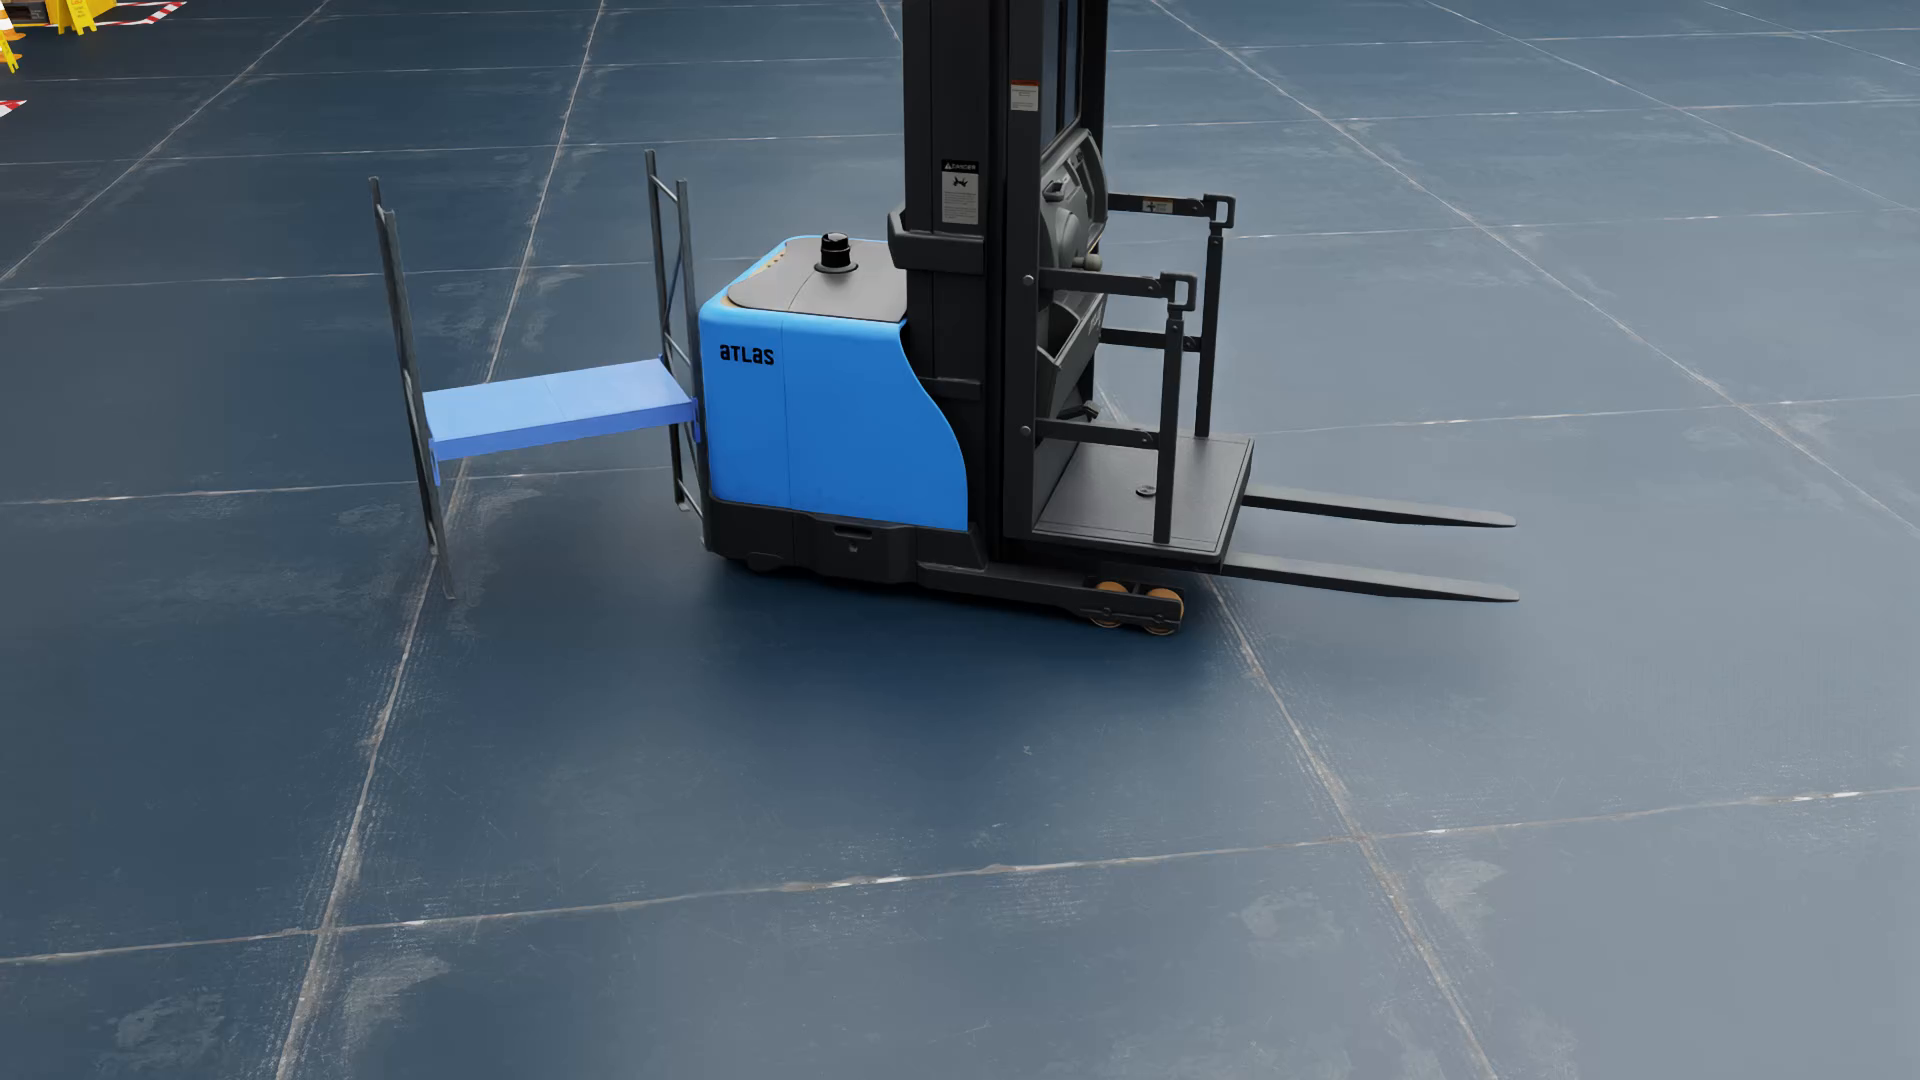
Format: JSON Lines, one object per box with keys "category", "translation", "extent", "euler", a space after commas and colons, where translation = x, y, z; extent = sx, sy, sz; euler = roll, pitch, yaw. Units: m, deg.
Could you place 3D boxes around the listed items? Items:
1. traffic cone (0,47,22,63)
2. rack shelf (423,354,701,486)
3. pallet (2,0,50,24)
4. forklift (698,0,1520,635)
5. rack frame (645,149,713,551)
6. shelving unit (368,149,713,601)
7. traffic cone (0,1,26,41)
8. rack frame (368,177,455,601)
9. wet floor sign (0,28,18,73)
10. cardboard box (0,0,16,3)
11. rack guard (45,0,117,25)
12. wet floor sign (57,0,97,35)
{"category": "traffic cone", "translation": [-8.931, -4.674, 15.352], "extent": [0.334, 0.463, 0.336], "euler": [-4, 27, -7]}
{"category": "rack shelf", "translation": [-1.564, -0.477, 6.431], "extent": [1.000, 0.185, 0.538], "euler": [-11, 29, -21]}
{"category": "pallet", "translation": [-10.061, -5.612, 17.457], "extent": [1.213, 0.211, 1.003], "euler": [-4, 27, -7]}
{"category": "forklift", "translation": [0.600, -1.227, 5.931], "extent": [3.031, 2.935, 1.130], "euler": [7, 28, 14]}
{"category": "rack frame", "translation": [-1.098, -0.730, 6.529], "extent": [0.032, 1.500, 0.500], "euler": [-11, 29, -21]}
{"category": "shelving unit", "translation": [-1.564, -0.637, 6.349], "extent": [1.048, 1.500, 0.538], "euler": [-11, 29, -21]}
{"category": "traffic cone", "translation": [-9.422, -5.154, 16.288], "extent": [0.334, 0.463, 0.336], "euler": [-4, 27, -7]}
{"category": "rack frame", "translation": [-2.030, -0.545, 6.168], "extent": [0.032, 1.500, 0.500], "euler": [-11, 29, -21]}
{"category": "wet floor sign", "translation": [-8.633, -4.512, 14.836], "extent": [0.232, 0.644, 0.267], "euler": [-8, 28, -16]}
{"category": "cardboard box", "translation": [-9.963, -5.682, 17.091], "extent": [0.500, 0.250, 0.500], "euler": [-4, 27, -7]}
{"category": "rack guard", "translation": [-9.251, -5.776, 17.460], "extent": [0.348, 0.500, 1.175], "euler": [-4, 27, -7]}
{"category": "wet floor sign", "translation": [-8.839, -5.374, 16.517], "extent": [0.232, 0.644, 0.267], "euler": [6, 28, 11]}
